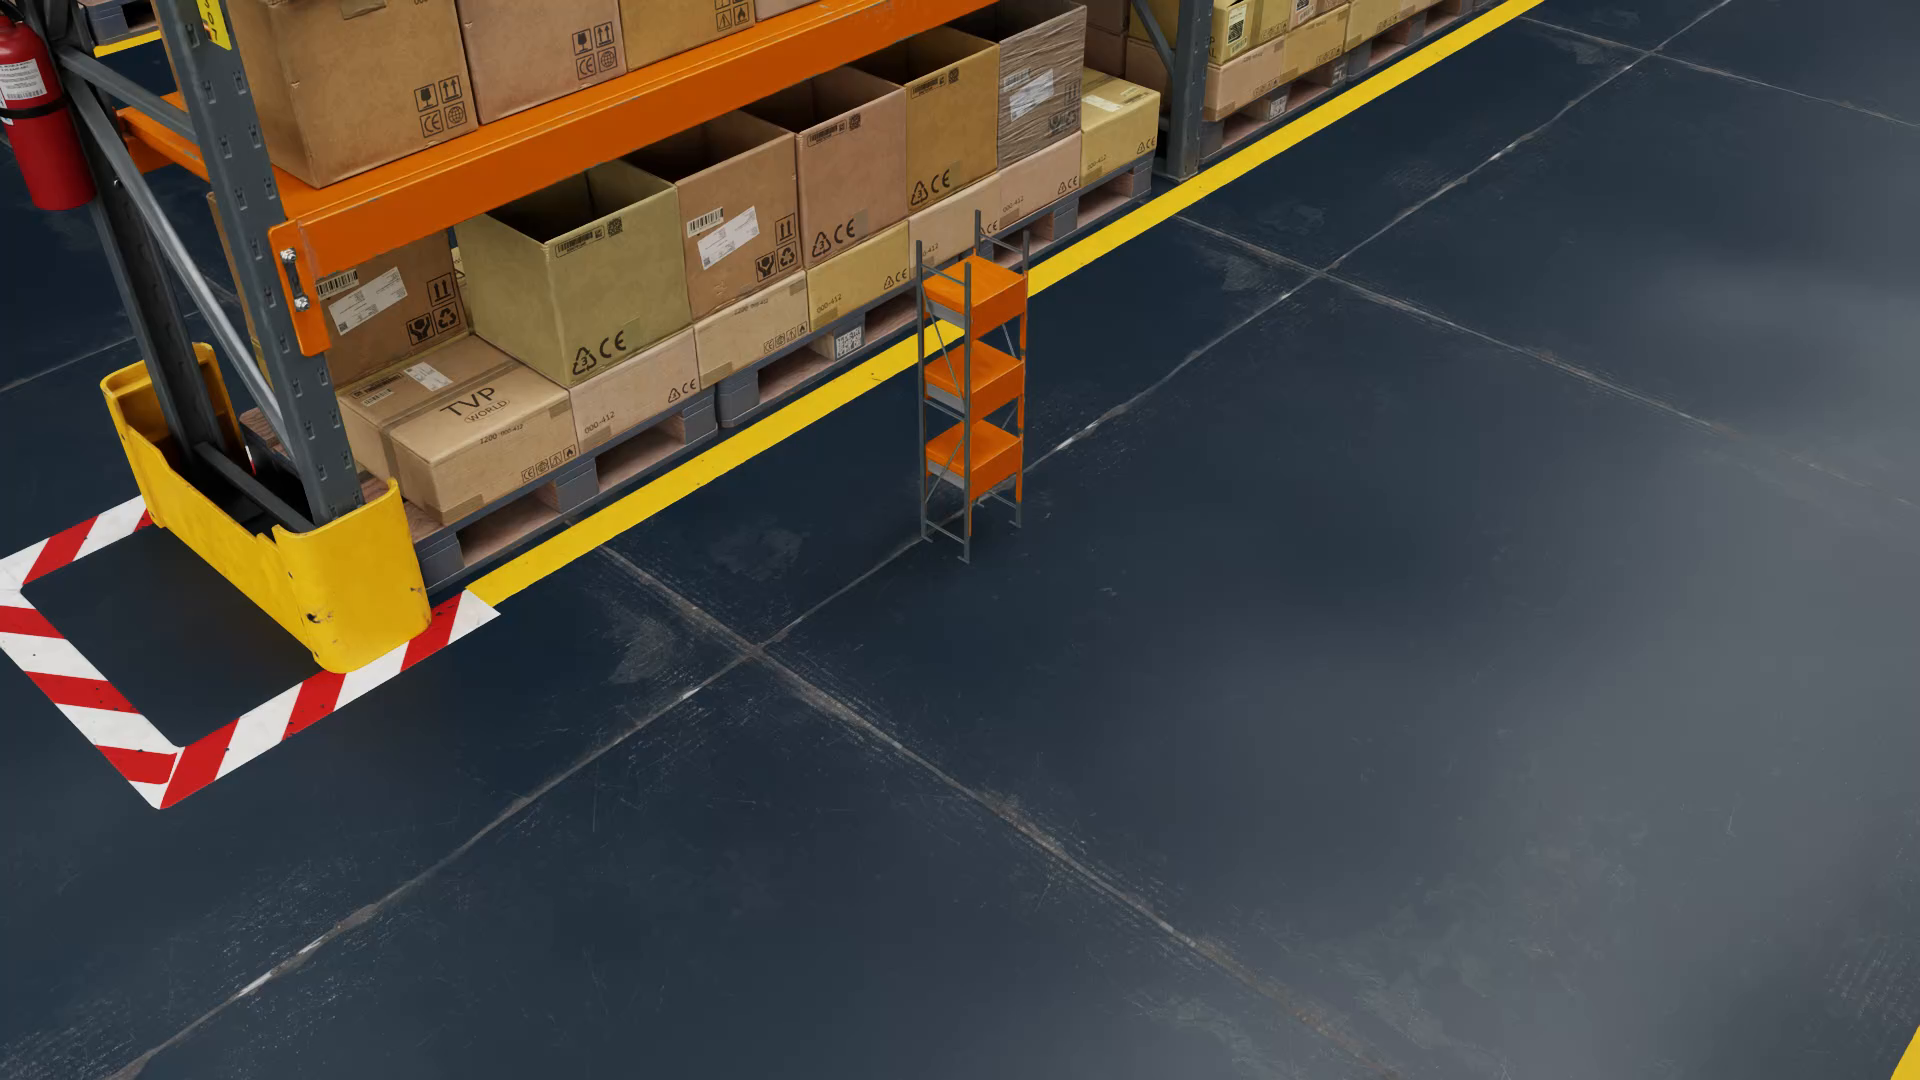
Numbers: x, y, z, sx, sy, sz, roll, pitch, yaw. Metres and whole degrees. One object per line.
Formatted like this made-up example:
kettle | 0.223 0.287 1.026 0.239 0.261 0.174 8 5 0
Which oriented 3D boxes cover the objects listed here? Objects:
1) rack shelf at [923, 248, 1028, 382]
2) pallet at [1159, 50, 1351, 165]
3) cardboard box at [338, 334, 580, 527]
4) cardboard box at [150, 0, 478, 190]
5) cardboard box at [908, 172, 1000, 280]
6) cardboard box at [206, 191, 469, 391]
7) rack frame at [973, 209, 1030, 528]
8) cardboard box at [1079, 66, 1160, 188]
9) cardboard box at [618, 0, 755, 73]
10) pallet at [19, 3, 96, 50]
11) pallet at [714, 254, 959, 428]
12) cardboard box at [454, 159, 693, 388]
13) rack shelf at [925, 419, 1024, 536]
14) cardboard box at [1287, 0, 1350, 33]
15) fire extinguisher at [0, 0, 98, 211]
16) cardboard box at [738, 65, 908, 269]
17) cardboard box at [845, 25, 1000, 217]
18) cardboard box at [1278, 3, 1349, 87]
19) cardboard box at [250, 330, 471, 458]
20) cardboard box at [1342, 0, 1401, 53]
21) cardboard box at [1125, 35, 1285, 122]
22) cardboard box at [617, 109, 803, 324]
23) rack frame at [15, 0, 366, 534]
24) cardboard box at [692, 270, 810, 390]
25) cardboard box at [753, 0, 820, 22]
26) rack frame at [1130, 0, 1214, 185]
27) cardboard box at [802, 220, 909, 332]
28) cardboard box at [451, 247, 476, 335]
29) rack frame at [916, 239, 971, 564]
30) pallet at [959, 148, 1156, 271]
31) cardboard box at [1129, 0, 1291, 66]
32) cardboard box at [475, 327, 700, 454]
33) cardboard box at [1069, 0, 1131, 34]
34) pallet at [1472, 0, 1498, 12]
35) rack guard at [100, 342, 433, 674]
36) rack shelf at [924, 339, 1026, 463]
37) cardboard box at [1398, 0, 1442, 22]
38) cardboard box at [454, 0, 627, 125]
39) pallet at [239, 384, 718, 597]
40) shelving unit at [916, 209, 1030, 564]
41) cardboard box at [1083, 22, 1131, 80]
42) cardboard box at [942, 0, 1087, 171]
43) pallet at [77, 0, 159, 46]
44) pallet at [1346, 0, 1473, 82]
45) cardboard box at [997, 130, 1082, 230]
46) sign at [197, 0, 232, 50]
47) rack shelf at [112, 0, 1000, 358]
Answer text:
rack shelf | 0.036 -0.649 4.784 0.215 0.259 0.240 30 47 32
pallet | 1.094 -2.210 7.860 1.003 0.211 1.213 30 47 32
cardboard box | -1.547 -0.350 5.152 0.500 0.250 0.500 30 47 32
cardboard box | -1.748 -1.357 4.466 0.700 0.500 0.500 30 47 32
cardboard box | -0.197 -1.269 6.307 0.500 0.250 0.500 30 47 32
cardboard box | -1.931 -0.862 5.193 0.500 0.500 0.500 30 47 32
rack frame | 0.118 -0.492 5.025 0.200 1.050 0.008 30 47 32
cardboard box | 0.474 -1.730 6.887 0.500 0.250 0.500 30 47 32
cardboard box | -1.059 -1.826 5.056 0.700 0.500 0.500 30 47 32
pallet | -5.107 -2.489 8.211 1.003 0.211 1.213 30 47 32
pallet | -0.765 -0.944 6.268 1.003 0.211 1.213 30 47 32
cardboard box | -1.211 -0.874 5.209 0.500 0.500 0.500 30 47 32
rack shelf | 0.036 -0.210 5.134 0.215 0.259 0.240 30 47 32
cardboard box | 1.430 -2.567 7.490 0.500 0.311 0.500 29 47 31
fire extinguisher | -2.496 -1.219 4.436 0.296 0.674 0.183 30 47 32
cardboard box | -0.533 -1.332 5.784 0.500 0.500 0.500 30 47 32
cardboard box | -0.206 -1.567 6.080 0.500 0.500 0.500 30 47 32
cardboard box | 1.427 -2.350 7.668 0.500 0.250 0.500 31 48 33
cardboard box | -1.929 -0.568 5.426 0.500 0.250 0.500 30 47 32
cardboard box | 1.774 -2.589 7.968 0.500 0.250 0.500 28 46 31
cardboard box | 1.081 -2.116 7.373 0.500 0.250 0.500 28 47 31
cardboard box | -0.883 -1.109 5.504 0.500 0.500 0.500 30 47 32
rack frame | -2.073 -1.109 4.235 1.000 3.000 0.127 30 47 32
cardboard box | -0.875 -0.811 5.732 0.500 0.250 0.500 30 47 32
cardboard box | -0.706 -2.070 5.362 0.700 0.500 0.500 31 48 33
rack frame | 0.626 -2.947 6.546 1.000 3.000 0.127 30 47 32
cardboard box | -0.534 -1.039 6.018 0.500 0.250 0.500 30 47 32
cardboard box | -1.601 -0.802 5.721 0.500 0.250 0.500 30 47 32
rack frame | -0.046 -0.379 4.884 0.200 1.050 0.008 30 47 32
pallet | 0.058 -1.508 6.976 1.003 0.211 1.213 30 47 32
cardboard box | 1.088 -2.340 7.203 0.500 0.311 0.500 30 47 32
cardboard box | -1.212 -0.581 5.443 0.500 0.250 0.500 30 47 32
cardboard box | 0.687 -2.561 7.482 0.500 0.311 0.500 30 47 32
pallet | 2.740 -3.331 9.269 1.003 0.211 1.213 30 47 32
rack guard | -2.089 -0.120 4.999 1.175 0.500 0.348 30 47 32
rack shelf | 0.036 -0.427 4.961 0.215 0.259 0.240 30 47 32
cardboard box | 2.118 -2.823 8.262 0.500 0.250 0.500 31 48 33
cardboard box | -1.398 -1.601 4.772 0.700 0.500 0.500 31 48 33
pallet | -1.588 -0.387 5.566 1.003 0.211 1.213 30 47 32
shelving unit | 0.036 -0.435 4.954 0.215 1.050 0.252 30 47 32
cardboard box | 0.691 -2.347 7.663 0.500 0.250 0.500 29 47 31
cardboard box | 0.128 -1.799 6.371 0.500 0.500 0.500 30 47 32
pallet | -4.283 -3.047 8.912 1.003 0.211 1.213 30 47 32
pallet | 1.917 -2.773 8.568 1.003 0.211 1.213 30 47 32
cardboard box | 0.130 -1.504 6.604 0.500 0.250 0.500 30 47 32
sign | -1.667 -1.243 3.644 0.100 0.325 0.005 30 47 32
rack shelf | -0.724 -1.746 5.614 1.077 0.370 4.000 30 47 32
